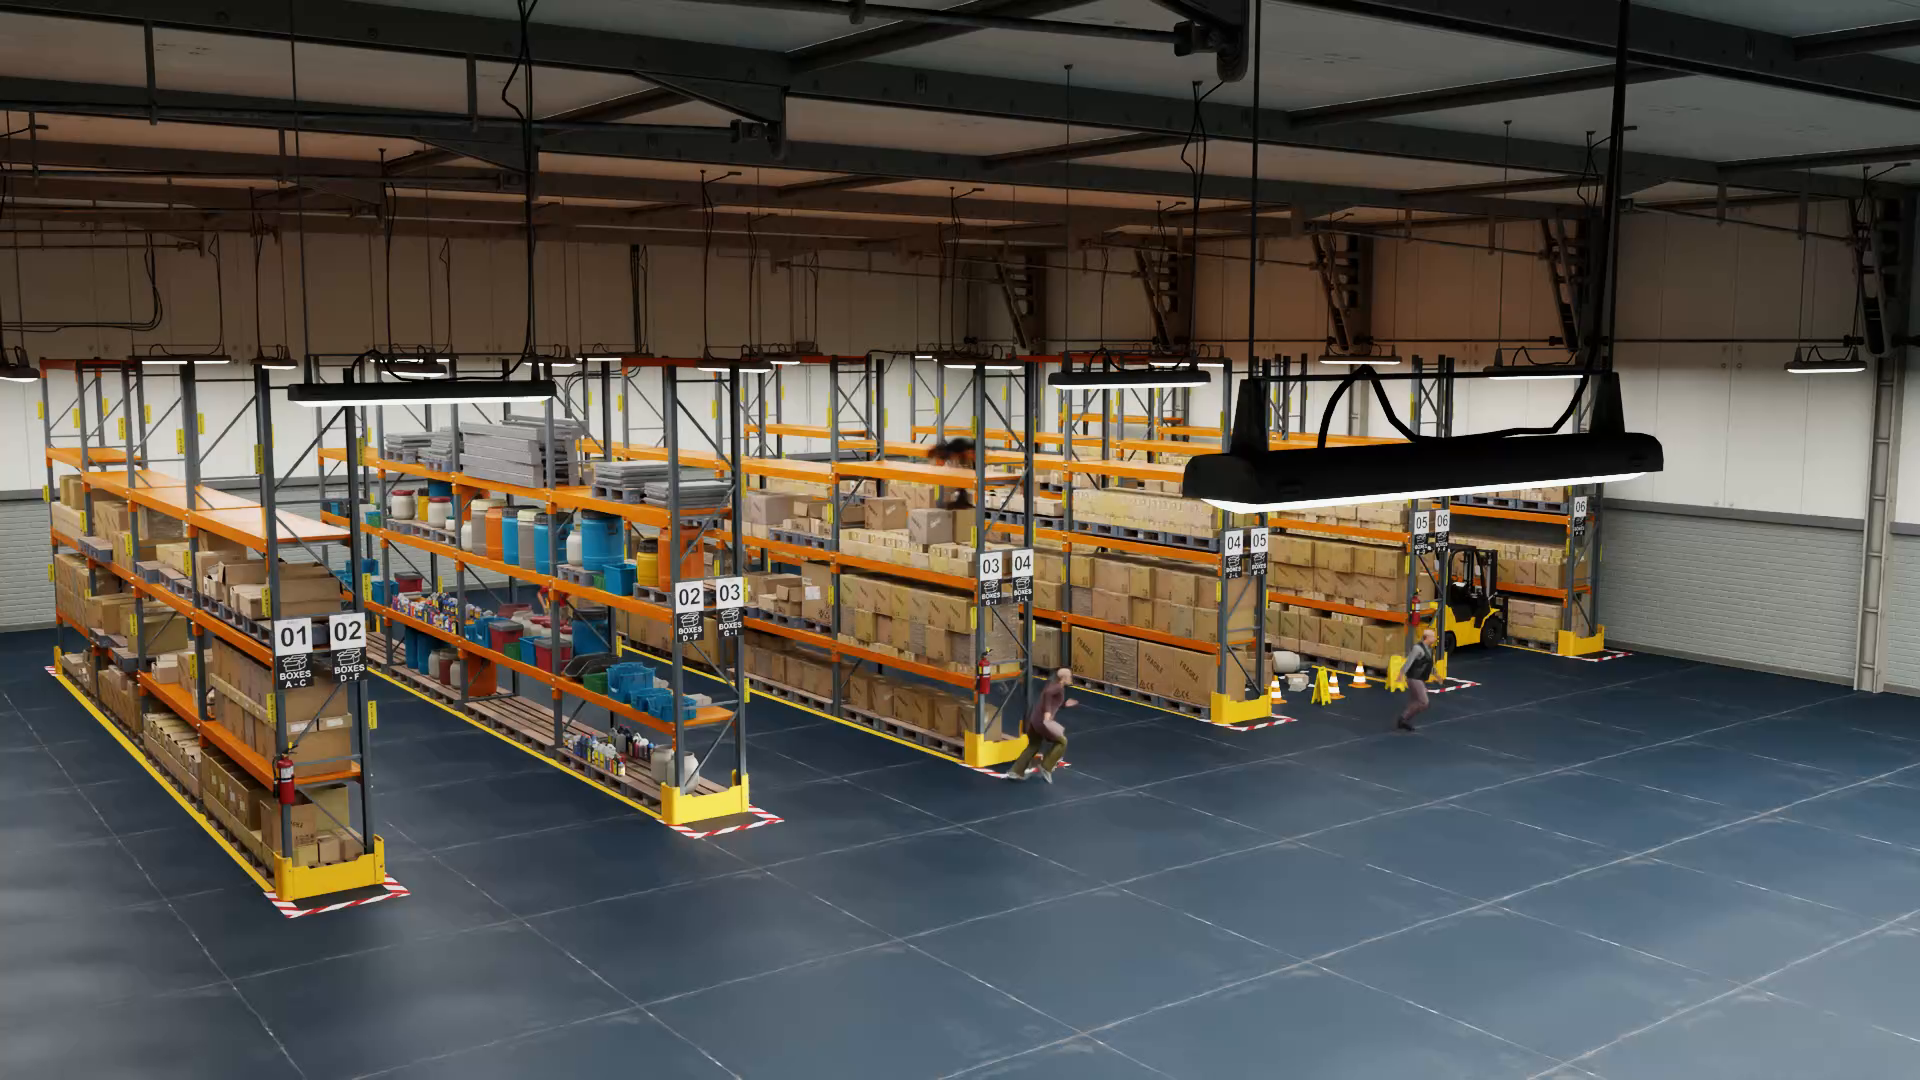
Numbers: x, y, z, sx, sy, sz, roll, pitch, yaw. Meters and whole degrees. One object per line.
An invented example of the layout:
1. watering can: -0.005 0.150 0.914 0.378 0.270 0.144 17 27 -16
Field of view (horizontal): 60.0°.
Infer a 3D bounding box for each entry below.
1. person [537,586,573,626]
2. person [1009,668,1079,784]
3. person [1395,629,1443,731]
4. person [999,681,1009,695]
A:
1. person: -8.052 1.486 33.377 0.636 1.766 0.731 -7 9 -43
2. person: 1.209 2.680 23.768 1.042 1.690 0.756 -1 7 -10
3. person: 7.446 2.271 26.968 0.654 1.680 0.657 4 8 32
4. person: 0.587 1.898 29.919 0.843 1.742 0.593 6 9 43
